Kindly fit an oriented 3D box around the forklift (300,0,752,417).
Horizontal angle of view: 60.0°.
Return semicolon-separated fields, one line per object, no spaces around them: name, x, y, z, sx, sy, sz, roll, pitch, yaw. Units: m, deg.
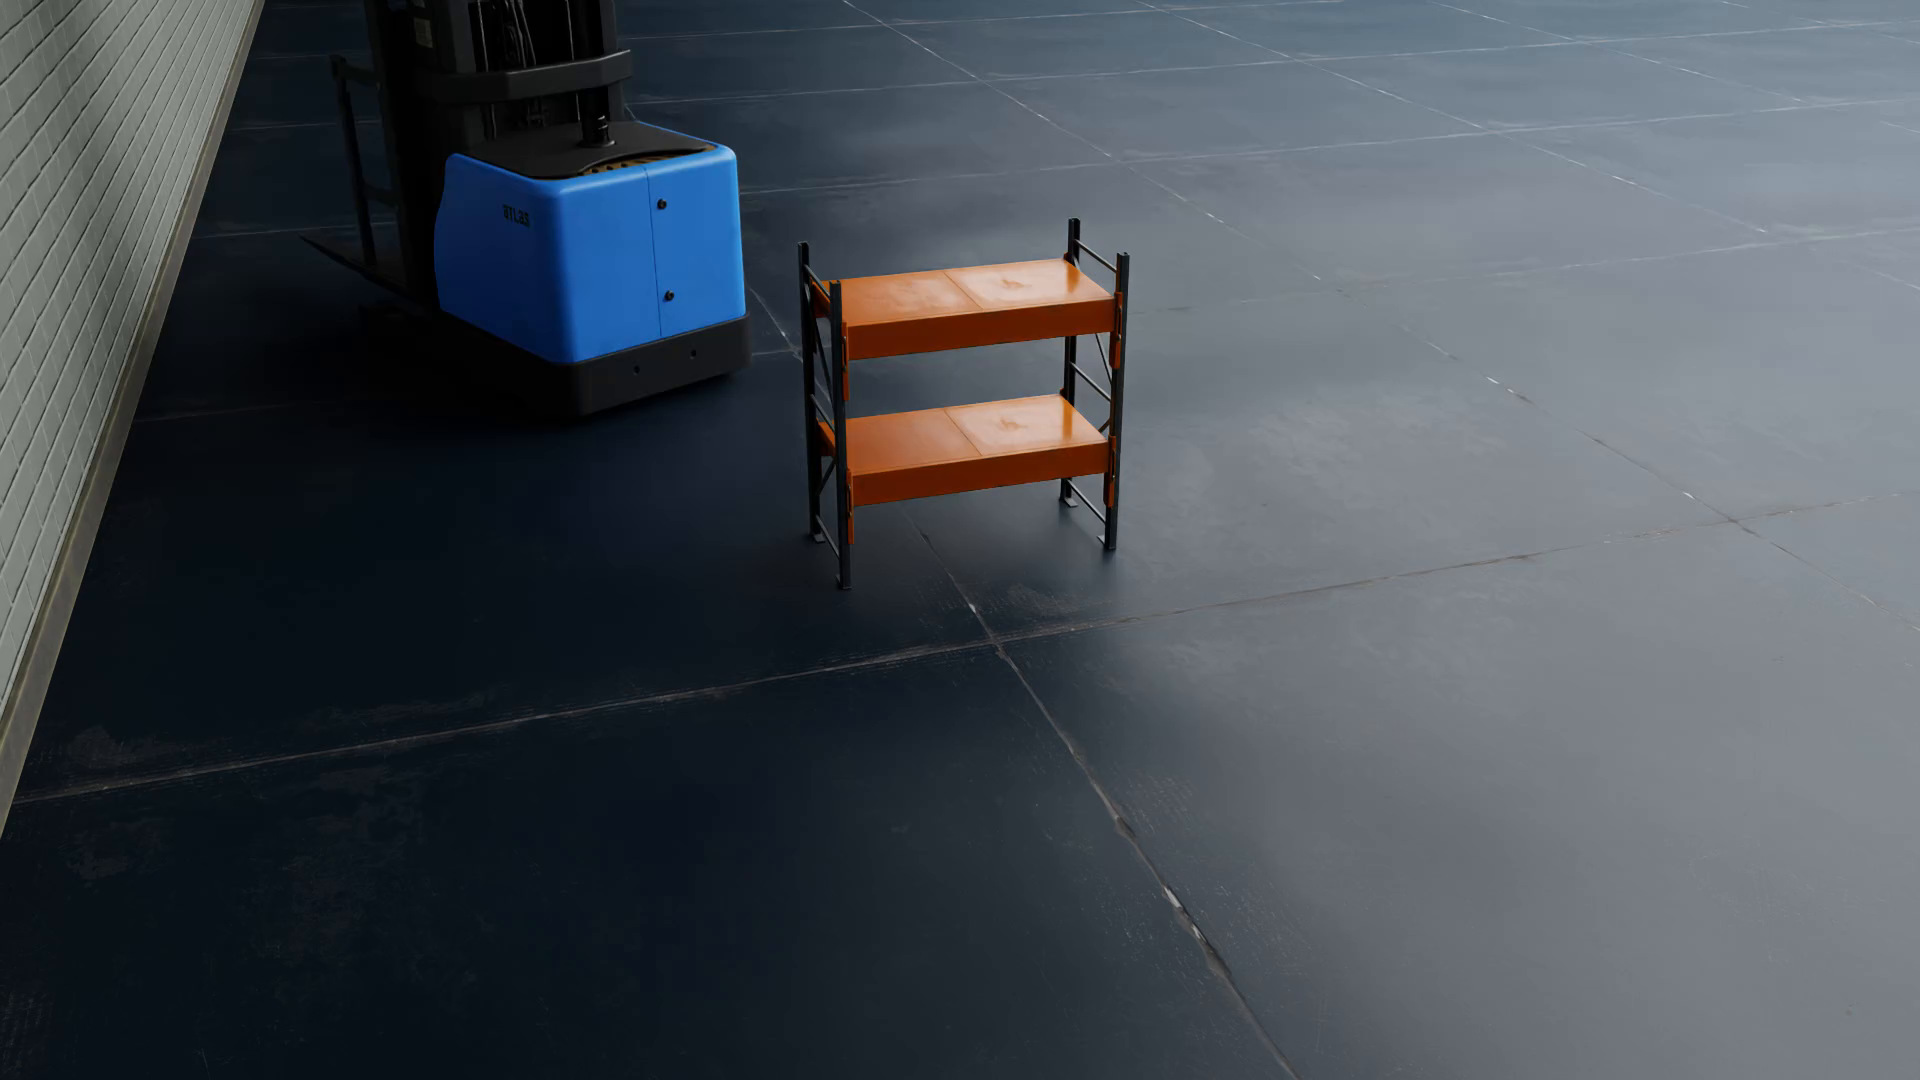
forklift;-2.347;-2.405;7.798;1.130;2.935;3.031;-23;34;-38

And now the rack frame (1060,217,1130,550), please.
rack frame;0.490;-0.575;6.143;0.032;1.125;0.500;-8;28;-16

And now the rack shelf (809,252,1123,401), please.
rack shelf;0.006;-0.767;5.872;1.000;0.278;0.538;-8;28;-16

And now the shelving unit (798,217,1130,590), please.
shelving unit;0.006;-0.505;6.002;1.048;1.125;0.538;-8;28;-16

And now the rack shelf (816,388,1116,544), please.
rack shelf;0.006;-0.286;6.110;1.000;0.278;0.538;-8;28;-16

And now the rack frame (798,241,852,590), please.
rack frame;-0.477;-0.435;5.861;0.032;1.125;0.500;-8;28;-16
